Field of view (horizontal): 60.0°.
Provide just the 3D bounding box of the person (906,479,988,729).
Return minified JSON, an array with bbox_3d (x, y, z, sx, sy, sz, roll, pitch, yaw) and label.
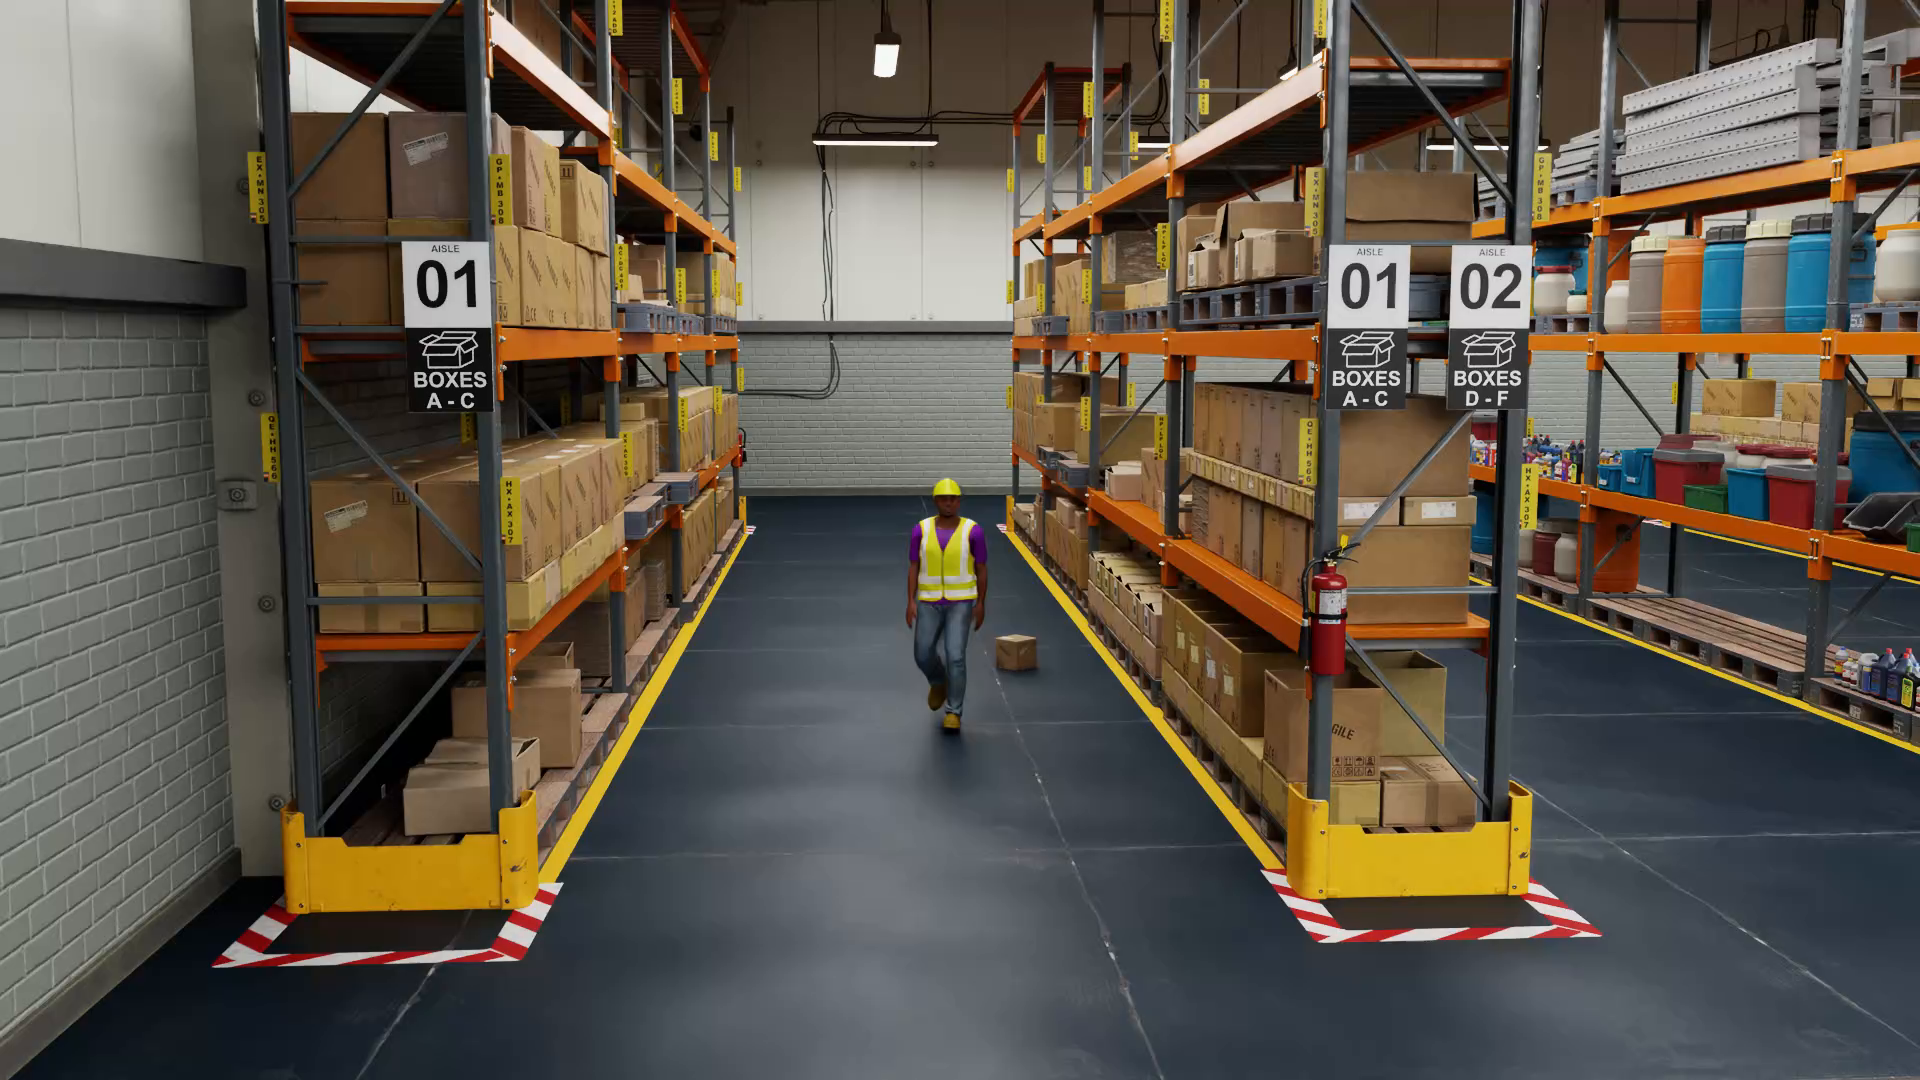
[{"bbox_3d":[-0.097,0.438,11.815,0.579,1.750,0.614,1,7,10],"label":"person"}]
